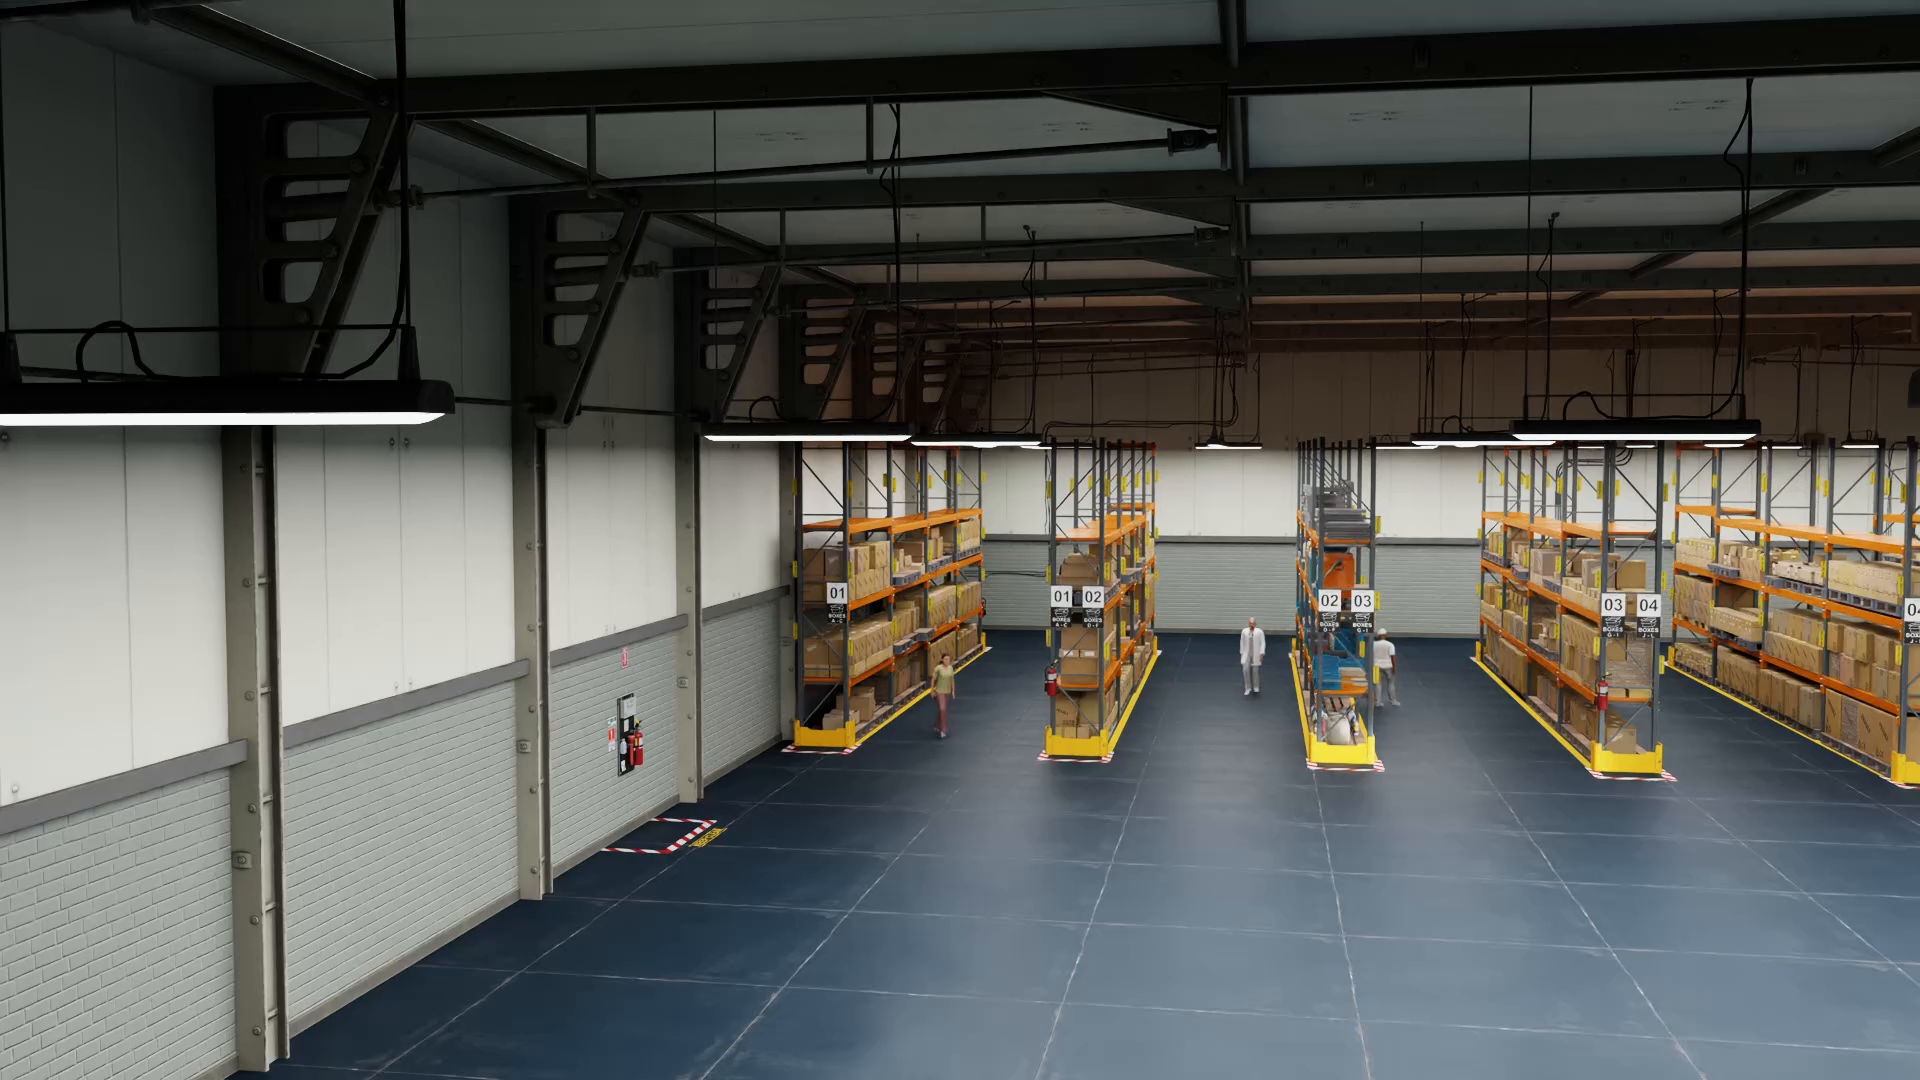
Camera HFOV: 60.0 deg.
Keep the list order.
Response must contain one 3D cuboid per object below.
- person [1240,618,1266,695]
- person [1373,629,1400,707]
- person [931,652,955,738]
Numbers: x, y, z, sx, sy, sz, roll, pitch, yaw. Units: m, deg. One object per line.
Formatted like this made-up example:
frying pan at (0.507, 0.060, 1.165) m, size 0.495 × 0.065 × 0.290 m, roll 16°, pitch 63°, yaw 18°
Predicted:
person at (6.944, 2.770, 39.479) m, size 0.631 × 1.845 × 0.594 m, roll 1°, pitch 3°, yaw 22°
person at (9.550, 2.862, 37.451) m, size 0.610 × 1.767 × 0.699 m, roll 2°, pitch 3°, yaw 29°
person at (-0.337, 3.131, 33.681) m, size 0.480 × 1.718 × 0.696 m, roll -2°, pitch 4°, yaw -37°
